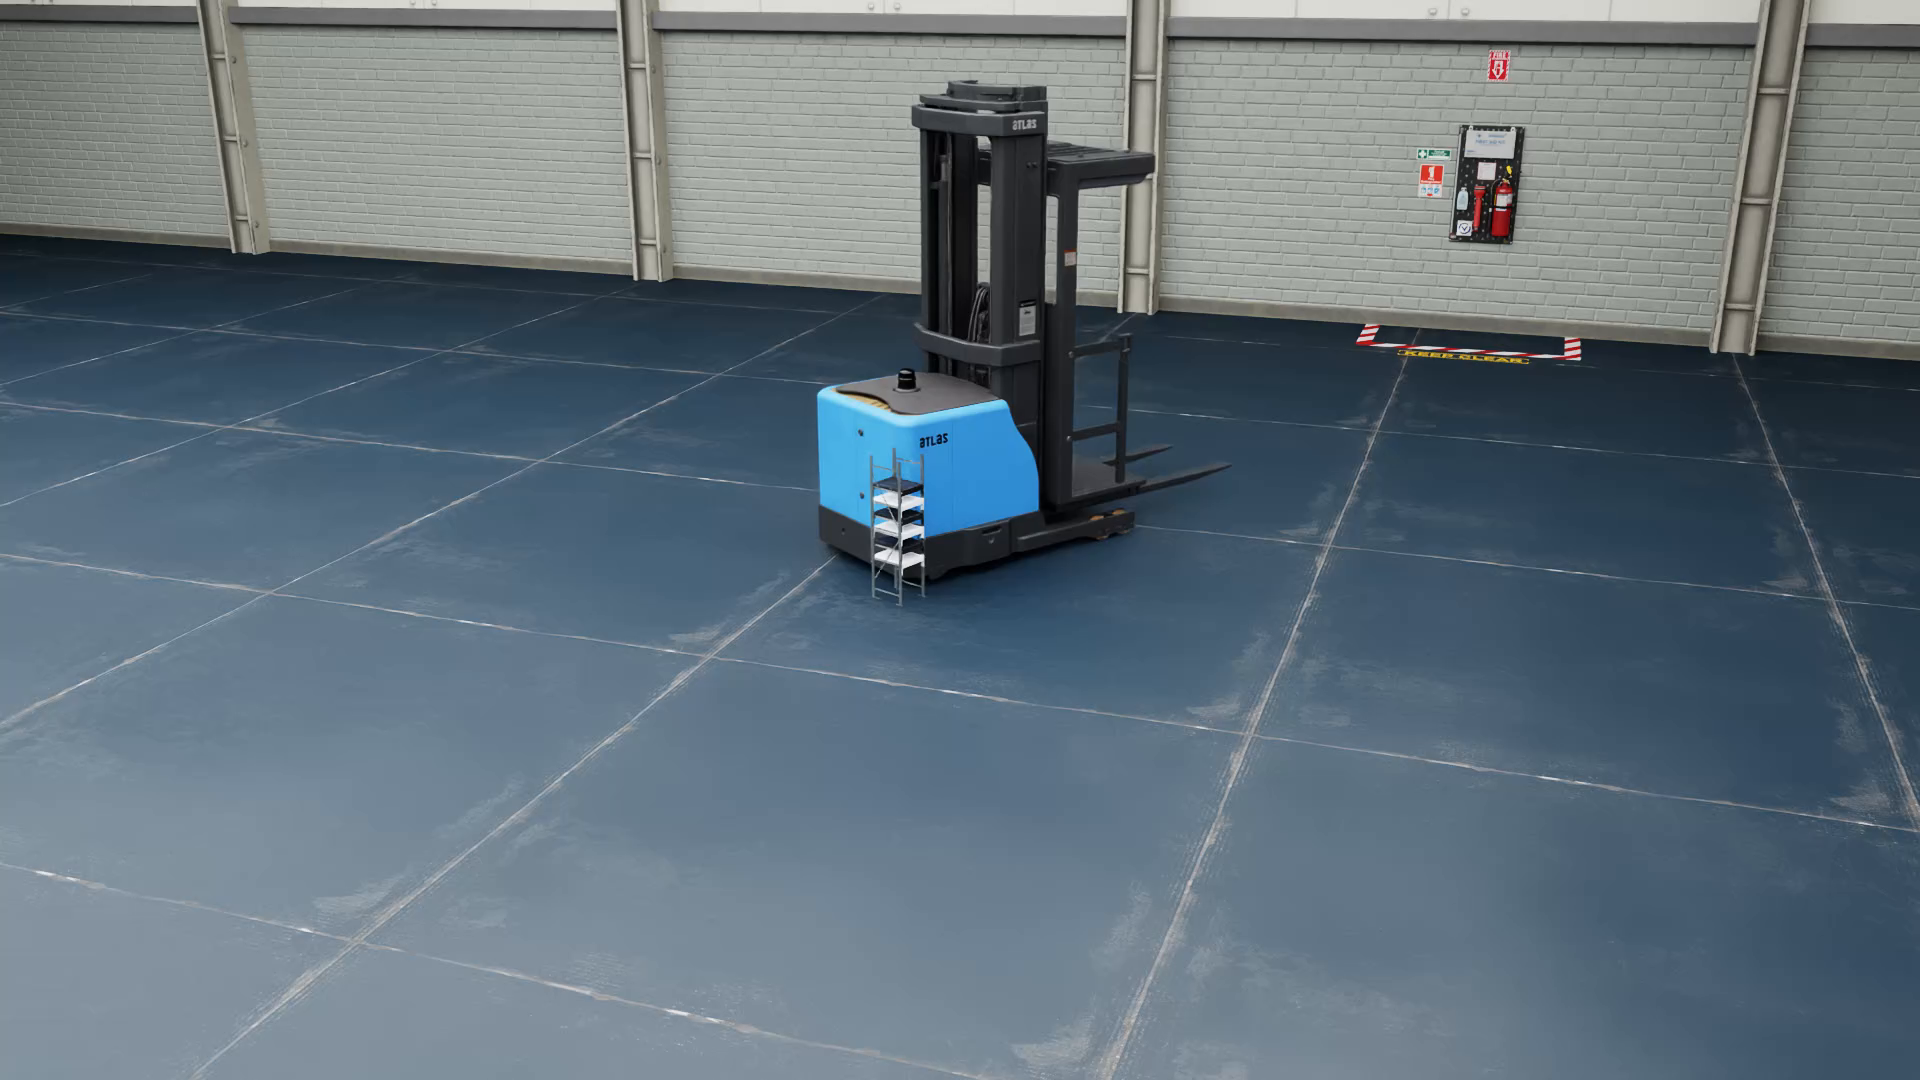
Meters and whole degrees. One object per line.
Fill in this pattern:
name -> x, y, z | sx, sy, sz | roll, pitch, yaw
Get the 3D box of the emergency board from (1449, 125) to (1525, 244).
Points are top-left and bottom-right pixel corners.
emergency board -> 5.306, -3.566, 16.749 | 0.643, 1.169, 0.194 | 7, 20, 18

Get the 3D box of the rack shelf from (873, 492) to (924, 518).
rack shelf -> -0.374, -0.217, 9.885 | 0.258, 0.077, 0.200 | 15, 24, 37

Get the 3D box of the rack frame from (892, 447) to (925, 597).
rack frame -> -0.309, -0.104, 10.007 | 0.240, 0.900, 0.006 | 15, 24, 37

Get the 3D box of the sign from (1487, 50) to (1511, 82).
sign -> 5.331, -4.692, 16.459 | 0.199, 0.298, 0.001 | 7, 20, 18

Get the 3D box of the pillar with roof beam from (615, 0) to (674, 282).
pillar with roof beam -> -5.121, -6.078, 14.840 | 0.400, 9.000, 9.100 | 7, 20, 18

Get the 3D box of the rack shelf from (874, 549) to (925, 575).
rack shelf -> -0.374, 0.123, 10.003 | 0.258, 0.077, 0.200 | 15, 24, 37

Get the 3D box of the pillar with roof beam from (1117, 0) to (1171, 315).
pillar with roof beam -> 0.547, -5.430, 12.981 | 0.400, 9.000, 9.100 | 7, 20, 18

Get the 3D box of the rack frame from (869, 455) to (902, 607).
rack frame -> -0.438, -0.052, 9.859 | 0.240, 0.900, 0.006 | 15, 24, 37

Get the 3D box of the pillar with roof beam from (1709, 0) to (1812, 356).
pillar with roof beam -> 6.215, -4.781, 11.122 | 0.400, 9.000, 9.100 | 7, 20, 18

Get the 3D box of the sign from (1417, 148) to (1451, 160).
sign -> 4.819, -3.922, 16.910 | 0.331, 0.109, 0.001 | 7, 20, 18

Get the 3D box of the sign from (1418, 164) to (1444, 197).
sign -> 4.817, -3.675, 17.007 | 0.234, 0.329, 0.001 | 7, 20, 18

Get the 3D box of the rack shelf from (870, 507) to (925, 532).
rack shelf -> -0.374, -0.132, 9.915 | 0.258, 0.077, 0.200 | 15, 24, 37

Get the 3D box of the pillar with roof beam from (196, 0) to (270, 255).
pillar with roof beam -> -10.788, -6.726, 16.700 | 0.400, 9.000, 9.100 | 7, 20, 18

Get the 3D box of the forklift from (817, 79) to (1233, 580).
forklift -> 0.557, -1.505, 10.942 | 3.031, 2.935, 1.130 | -14, 24, -35

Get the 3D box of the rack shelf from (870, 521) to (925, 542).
rack shelf -> -0.374, -0.047, 9.944 | 0.258, 0.077, 0.200 | 15, 24, 37

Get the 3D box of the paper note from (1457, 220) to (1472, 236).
paper note -> 5.161, -3.191, 17.010 | 0.142, 0.148, 0.016 | 7, 20, 18

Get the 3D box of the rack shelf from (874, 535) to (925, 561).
rack shelf -> -0.374, 0.038, 9.974 | 0.258, 0.077, 0.200 | 15, 24, 37

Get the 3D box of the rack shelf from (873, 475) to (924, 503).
rack shelf -> -0.374, -0.302, 9.855 | 0.258, 0.077, 0.200 | 15, 24, 37

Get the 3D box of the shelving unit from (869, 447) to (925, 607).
shelving unit -> -0.374, -0.078, 9.933 | 0.258, 0.900, 0.210 | 15, 24, 37
